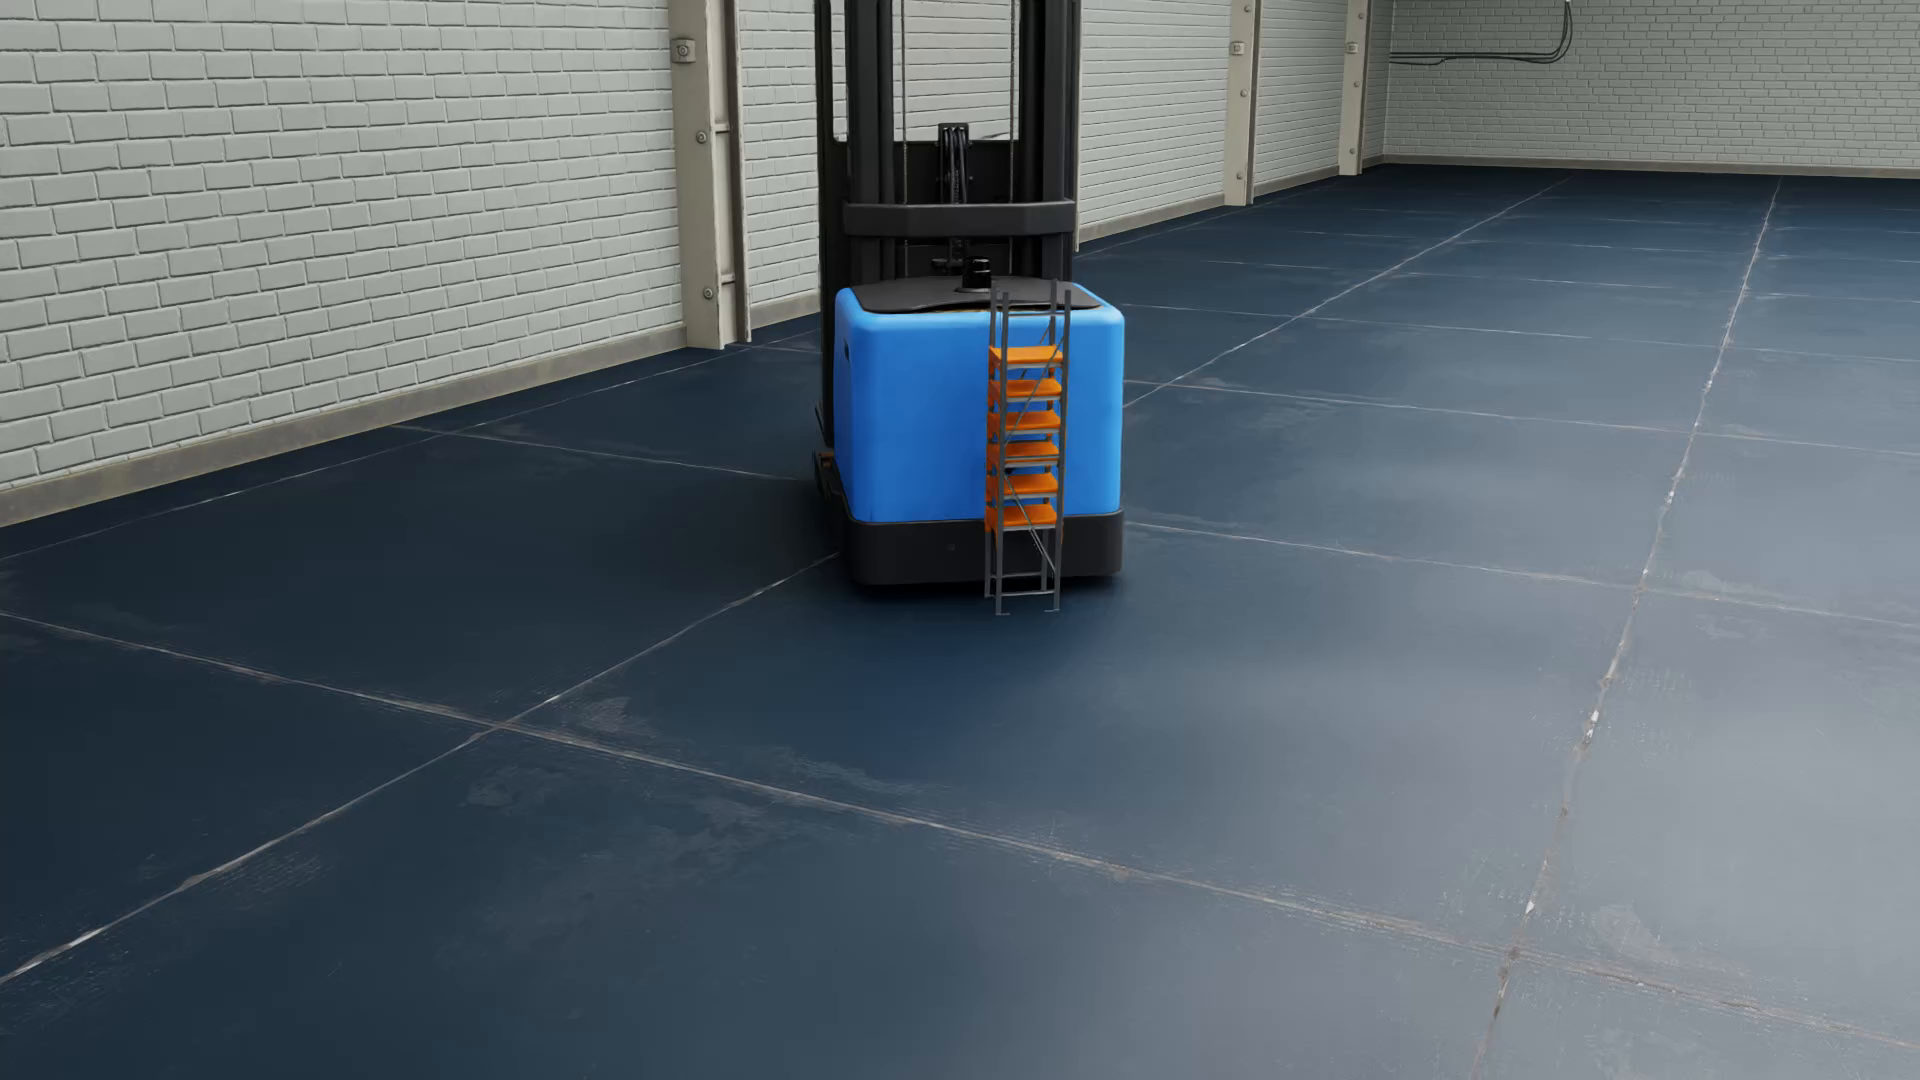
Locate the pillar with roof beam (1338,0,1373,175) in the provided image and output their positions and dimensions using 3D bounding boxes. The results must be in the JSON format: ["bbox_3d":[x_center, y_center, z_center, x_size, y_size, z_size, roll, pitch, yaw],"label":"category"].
[{"bbox_3d":[10.196,-9.729,23.976,9.100,9.000,0.400,8,18,25],"label":"pillar with roof beam"}]

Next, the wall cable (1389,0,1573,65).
[{"bbox_3d":[8.844,-9.371,28.222,3.097,2.526,0.112,8,18,25],"label":"wall cable"}]

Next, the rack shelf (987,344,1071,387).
[{"bbox_3d":[0.241,-0.617,5.870,0.258,0.103,0.180,-4,21,-12],"label":"rack shelf"}]

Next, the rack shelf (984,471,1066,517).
[{"bbox_3d":[0.234,-0.168,6.039,0.258,0.103,0.180,-4,21,-12],"label":"rack shelf"}]

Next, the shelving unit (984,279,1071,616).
[{"bbox_3d":[0.236,-0.322,5.981,0.258,1.200,0.189,-4,21,-12],"label":"shelving unit"}]

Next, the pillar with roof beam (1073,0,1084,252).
[{"bbox_3d":[4.833,-6.673,13.685,9.100,9.000,0.400,8,18,25],"label":"pillar with roof beam"}]

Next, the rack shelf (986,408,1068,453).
[{"bbox_3d":[0.237,-0.393,5.955,0.258,0.103,0.180,-4,21,-12],"label":"rack shelf"}]

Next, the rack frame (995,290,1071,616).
[{"bbox_3d":[0.255,-0.290,5.898,0.240,1.200,0.006,-4,21,-12],"label":"rack frame"}]

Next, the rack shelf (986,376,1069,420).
[{"bbox_3d":[0.239,-0.505,5.913,0.258,0.103,0.180,-4,21,-12],"label":"rack shelf"}]

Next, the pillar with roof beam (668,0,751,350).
[{"bbox_3d":[2.152,-5.144,8.539,9.100,9.000,0.400,8,18,25],"label":"pillar with roof beam"}]

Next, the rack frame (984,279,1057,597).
[{"bbox_3d":[0.217,-0.354,6.065,0.240,1.200,0.006,-4,21,-12],"label":"rack frame"}]

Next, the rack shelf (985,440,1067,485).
[{"bbox_3d":[0.236,-0.280,5.997,0.258,0.103,0.180,-4,21,-12],"label":"rack shelf"}]

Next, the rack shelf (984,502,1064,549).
[{"bbox_3d":[0.232,-0.056,6.081,0.258,0.103,0.180,-4,21,-12],"label":"rack shelf"}]

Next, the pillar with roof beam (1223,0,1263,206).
[{"bbox_3d":[7.515,-8.201,18.830,9.100,9.000,0.400,8,18,25],"label":"pillar with roof beam"}]

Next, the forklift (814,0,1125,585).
[{"bbox_3d":[-0.093,-1.610,7.299,1.130,2.935,3.031,-2,17,-8],"label":"forklift"}]
